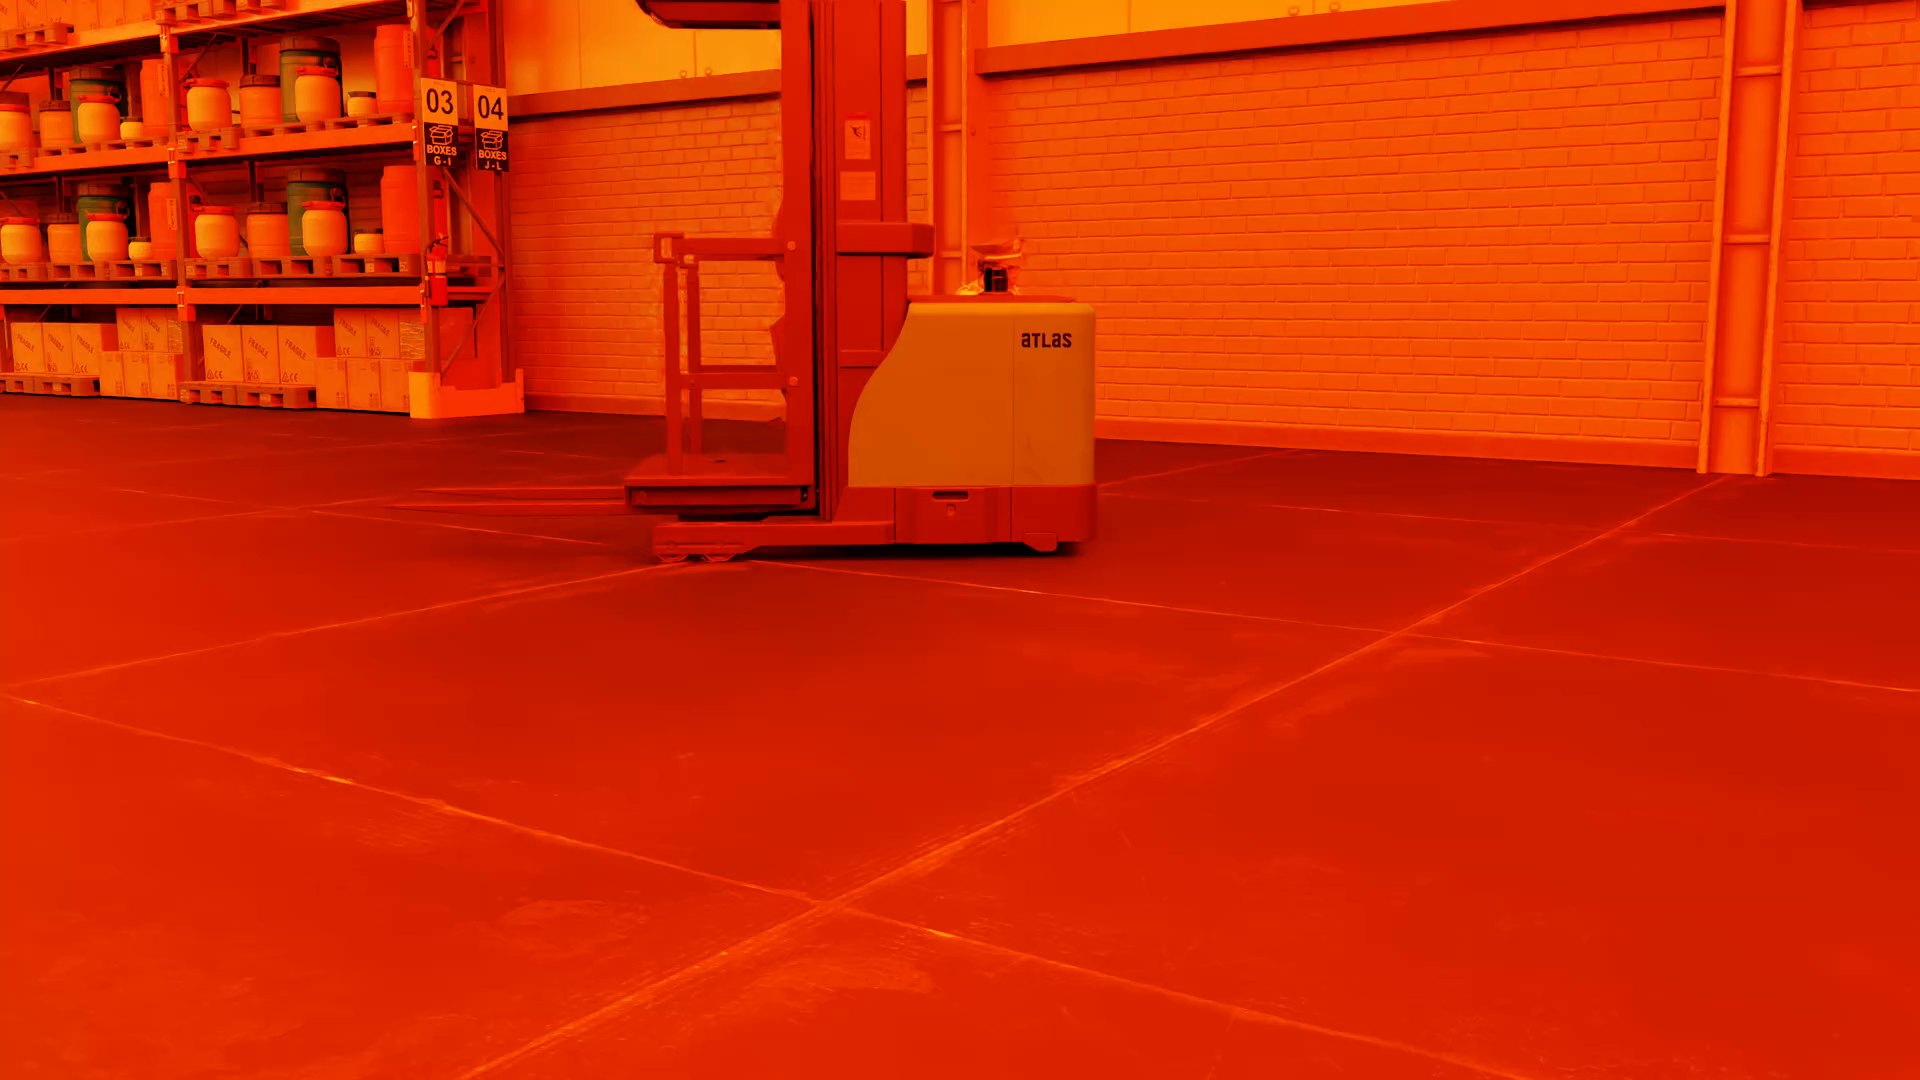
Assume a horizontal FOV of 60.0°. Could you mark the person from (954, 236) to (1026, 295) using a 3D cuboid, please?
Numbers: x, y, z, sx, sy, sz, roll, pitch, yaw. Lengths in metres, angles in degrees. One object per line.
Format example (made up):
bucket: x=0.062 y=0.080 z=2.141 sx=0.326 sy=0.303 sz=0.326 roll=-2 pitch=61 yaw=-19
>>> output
person: x=0.301 y=-0.751 z=8.145 sx=0.857 sy=1.465 sz=0.738 roll=7 pitch=11 yaw=42

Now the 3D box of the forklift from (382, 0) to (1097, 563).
forklift: x=-0.953 y=-1.433 z=7.270 sx=3.031 sy=2.935 sz=1.130 roll=-1 pitch=8 yaw=-4
